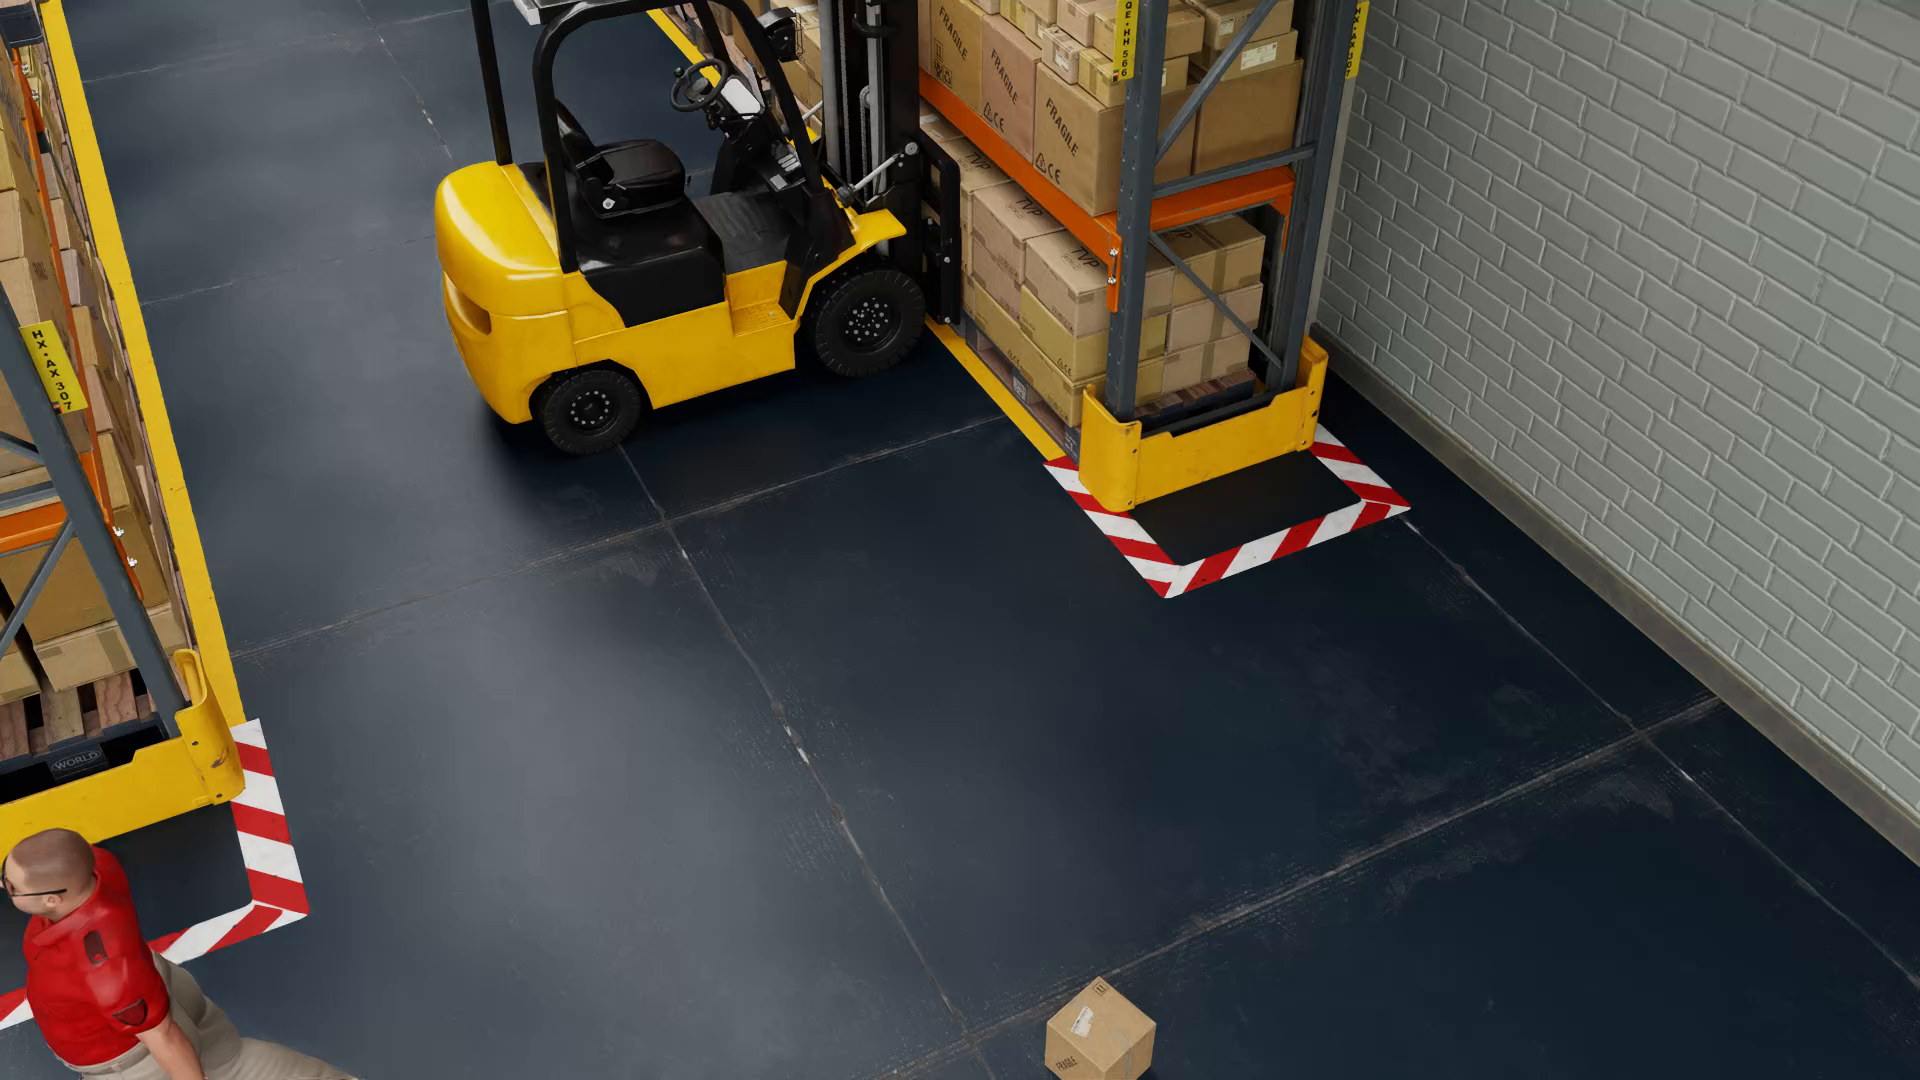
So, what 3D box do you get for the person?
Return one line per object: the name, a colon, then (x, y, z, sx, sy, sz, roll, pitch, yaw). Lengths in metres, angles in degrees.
person: (-2.324, 1.360, 4.607, 1.052, 1.672, 0.575, -15, 43, -17)
